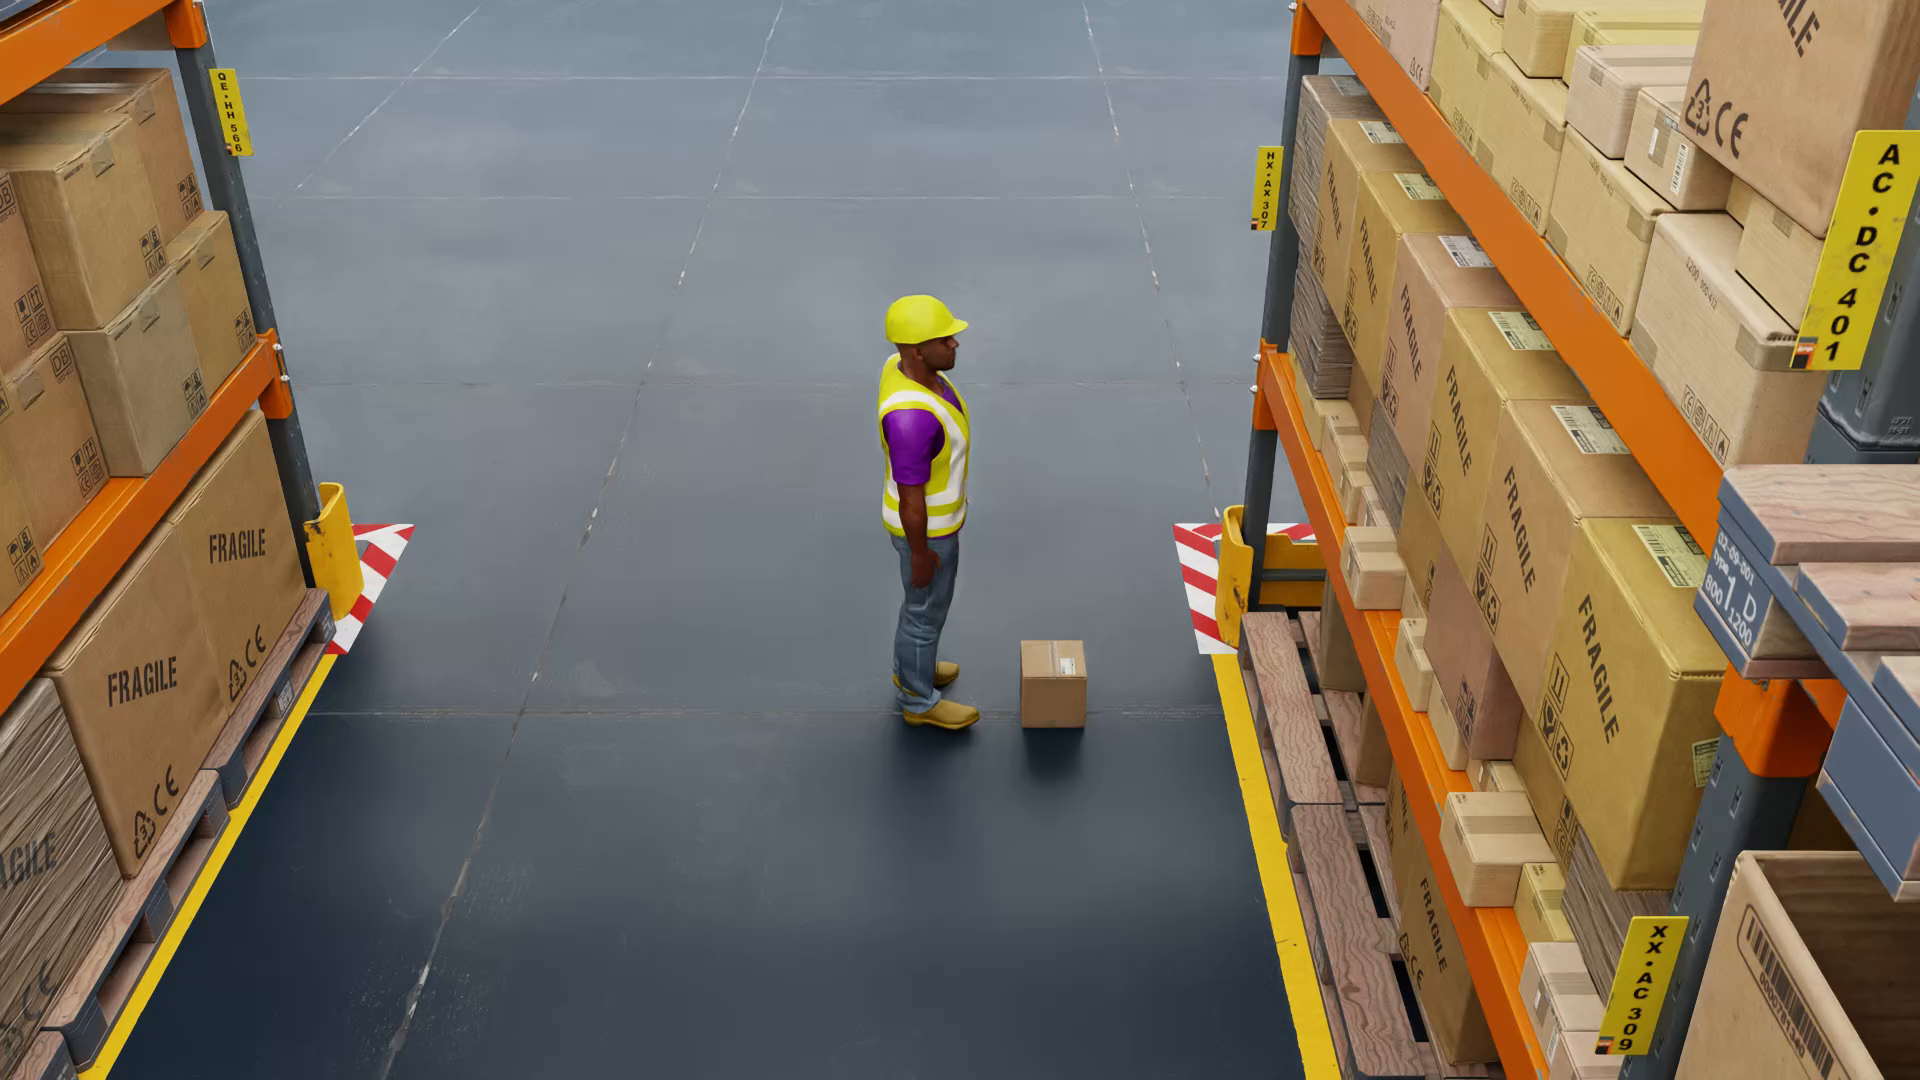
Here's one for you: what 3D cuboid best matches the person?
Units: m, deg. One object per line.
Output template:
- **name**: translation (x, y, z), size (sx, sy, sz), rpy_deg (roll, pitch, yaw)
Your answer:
- **person**: translation (-0.107, -0.079, 6.221), size (0.377, 1.795, 0.579), rpy_deg (0, 31, 1)
